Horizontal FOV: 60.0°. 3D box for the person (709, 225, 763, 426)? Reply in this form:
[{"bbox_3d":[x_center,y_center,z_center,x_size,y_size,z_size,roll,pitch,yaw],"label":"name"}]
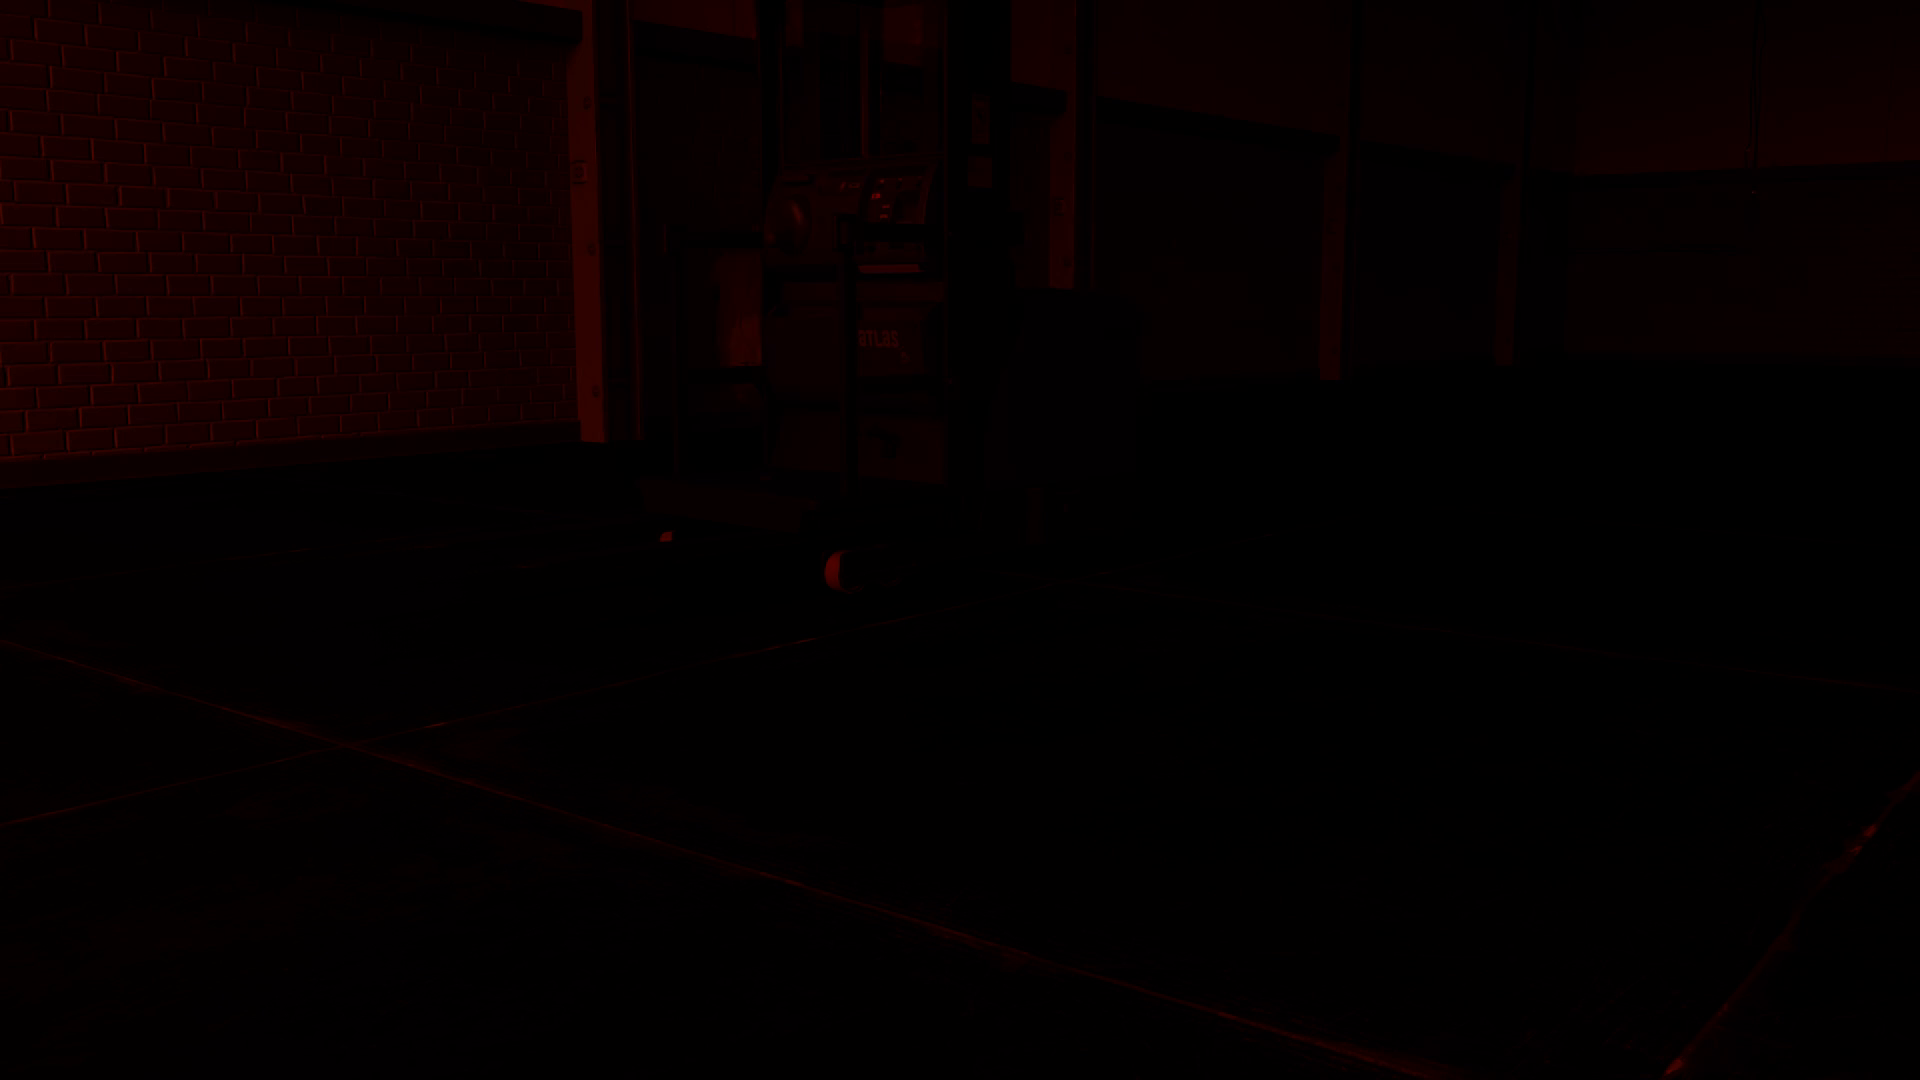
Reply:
[{"bbox_3d":[-0.737,-0.899,8.355,1.245,1.531,0.949,3,9,22],"label":"person"}]

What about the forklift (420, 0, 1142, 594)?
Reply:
[{"bbox_3d":[-0.581,-1.335,6.407,1.130,2.935,3.031,8,11,43],"label":"forklift"}]
